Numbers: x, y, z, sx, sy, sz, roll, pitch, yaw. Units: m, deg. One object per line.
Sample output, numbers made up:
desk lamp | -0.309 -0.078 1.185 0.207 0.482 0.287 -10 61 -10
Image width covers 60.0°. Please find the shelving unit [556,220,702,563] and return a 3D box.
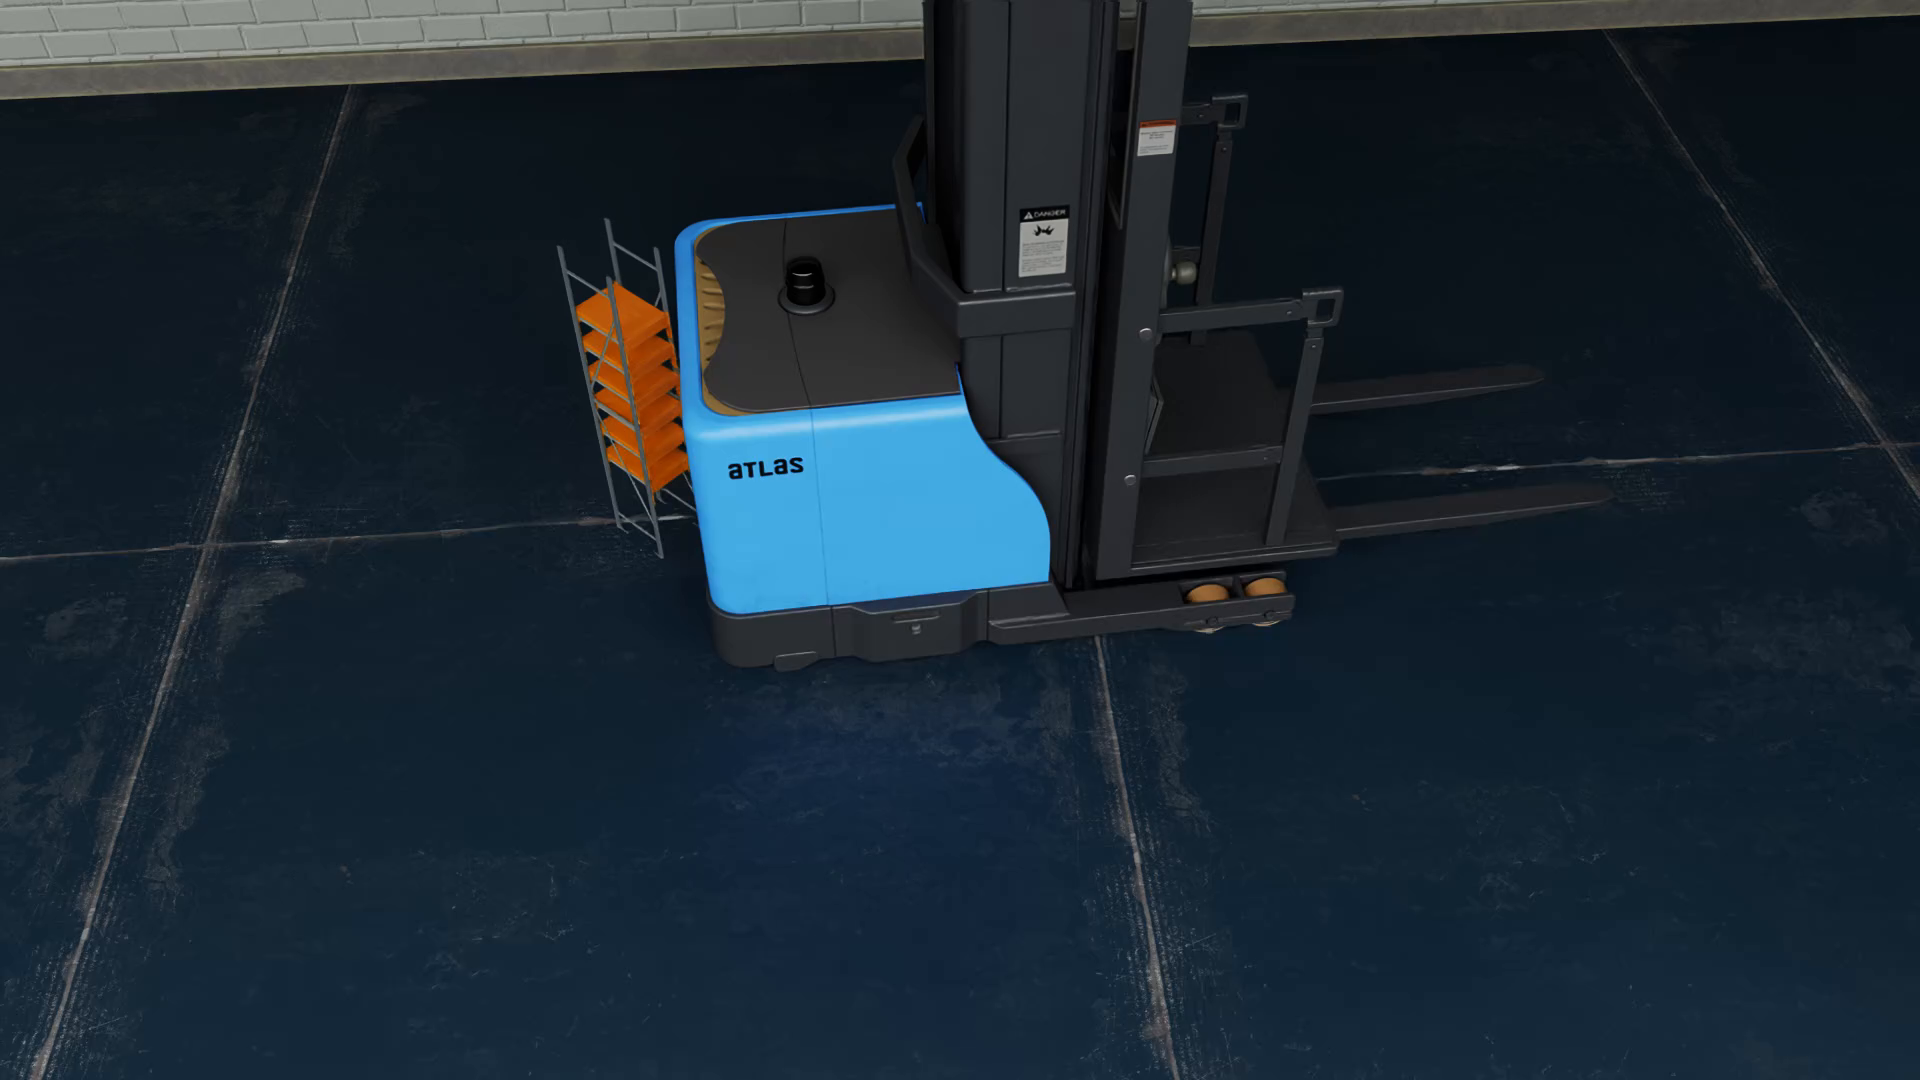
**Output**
shelving unit | -1.044 -0.443 5.343 0.189 1.200 0.258 -35 56 -29

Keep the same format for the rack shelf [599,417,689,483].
rack shelf | -1.044 -0.329 5.462 0.180 0.103 0.258 -35 56 -29

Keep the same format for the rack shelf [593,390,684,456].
rack shelf | -1.044 -0.412 5.375 0.180 0.103 0.258 -35 56 -29

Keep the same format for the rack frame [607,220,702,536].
rack frame | -0.978 -0.489 5.387 0.006 1.200 0.240 -35 56 -29

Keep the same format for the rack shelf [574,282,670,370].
rack shelf | -1.044 -0.660 5.114 0.180 0.103 0.258 -35 56 -29

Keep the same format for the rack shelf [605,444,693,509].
rack shelf | -1.044 -0.247 5.549 0.180 0.103 0.258 -35 56 -29

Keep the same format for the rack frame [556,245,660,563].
rack frame | -1.110 -0.396 5.299 0.006 1.200 0.240 -35 56 -29

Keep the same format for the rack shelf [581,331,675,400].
rack shelf | -1.044 -0.577 5.201 0.180 0.103 0.258 -35 56 -29

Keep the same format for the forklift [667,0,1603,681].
forklift | 0.645 -1.108 4.781 3.031 2.935 1.130 -9 47 -8

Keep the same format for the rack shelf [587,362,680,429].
rack shelf | -1.044 -0.495 5.288 0.180 0.103 0.258 -35 56 -29
